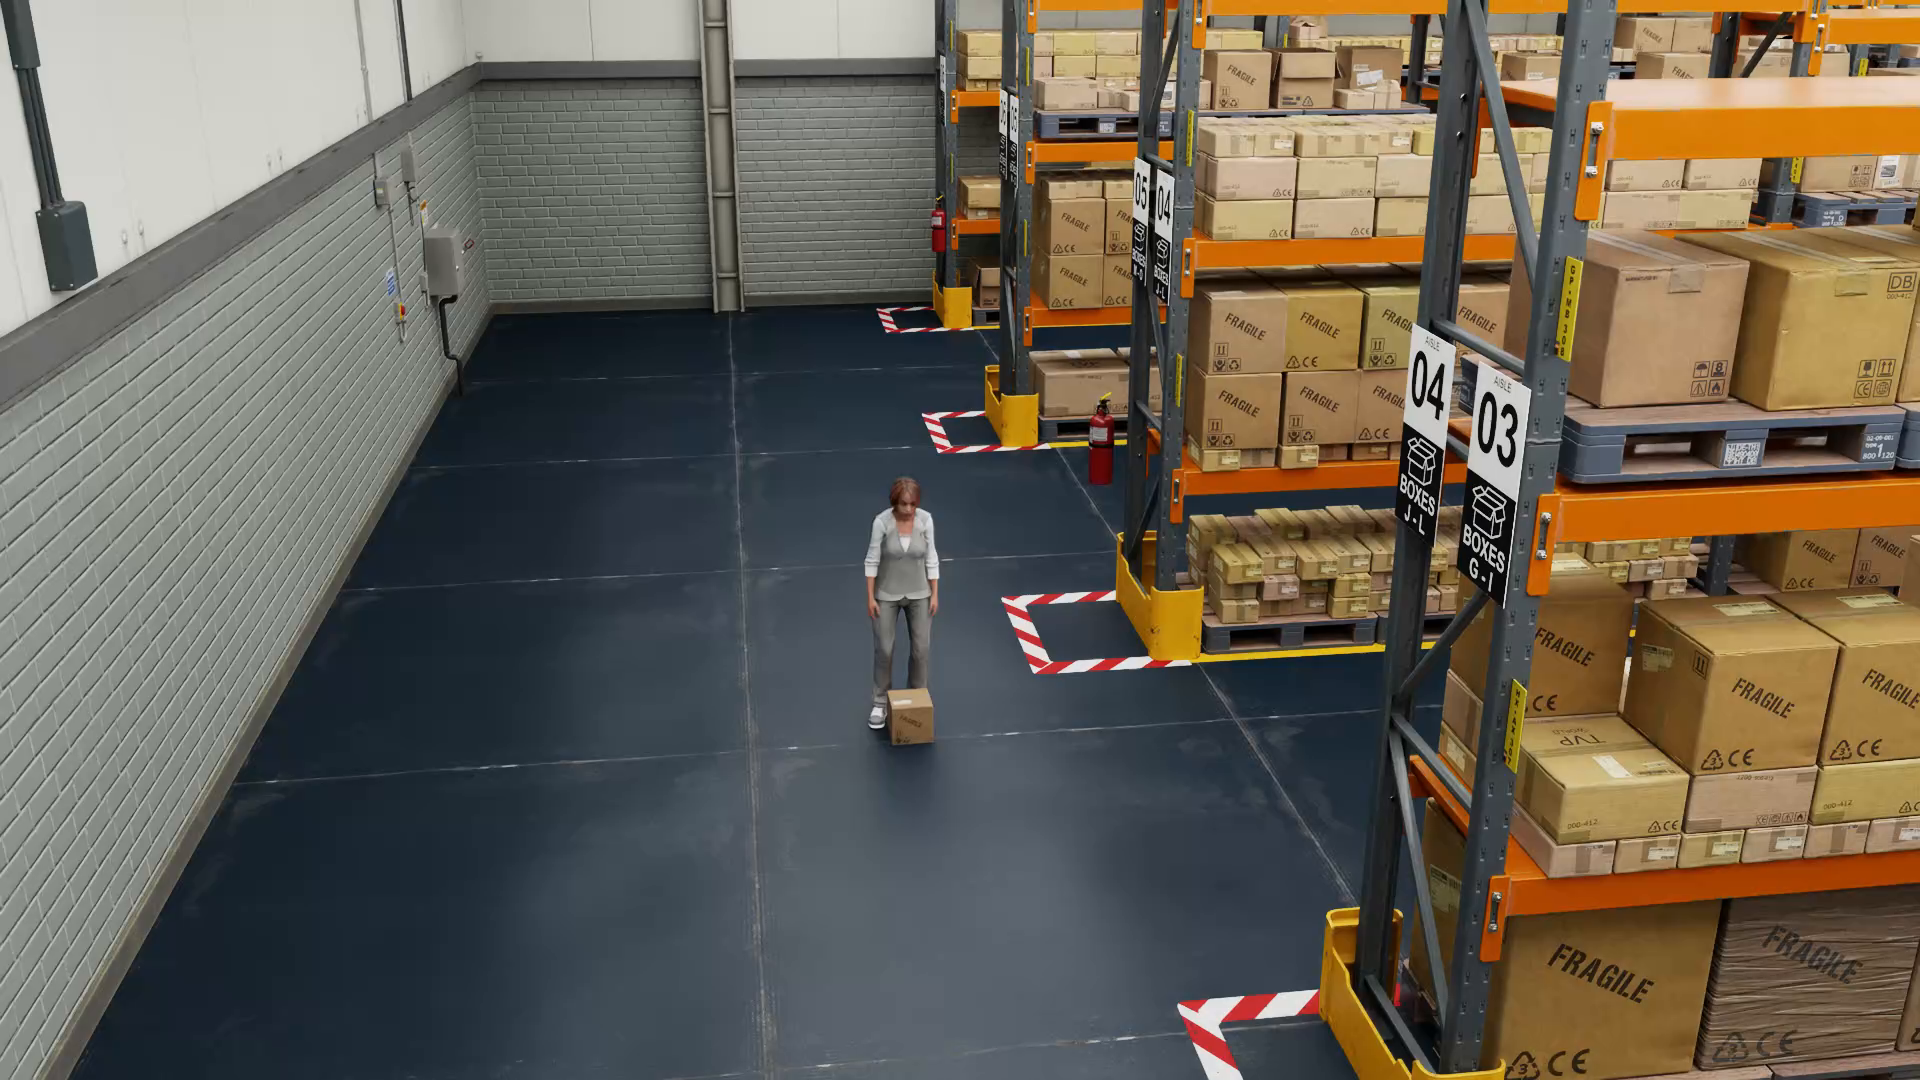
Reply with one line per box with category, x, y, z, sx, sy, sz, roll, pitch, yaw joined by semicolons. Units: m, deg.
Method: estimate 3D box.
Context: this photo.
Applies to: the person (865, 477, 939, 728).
person;-0.350;0.363;10.113;0.466;1.591;0.346;-4;21;-10
